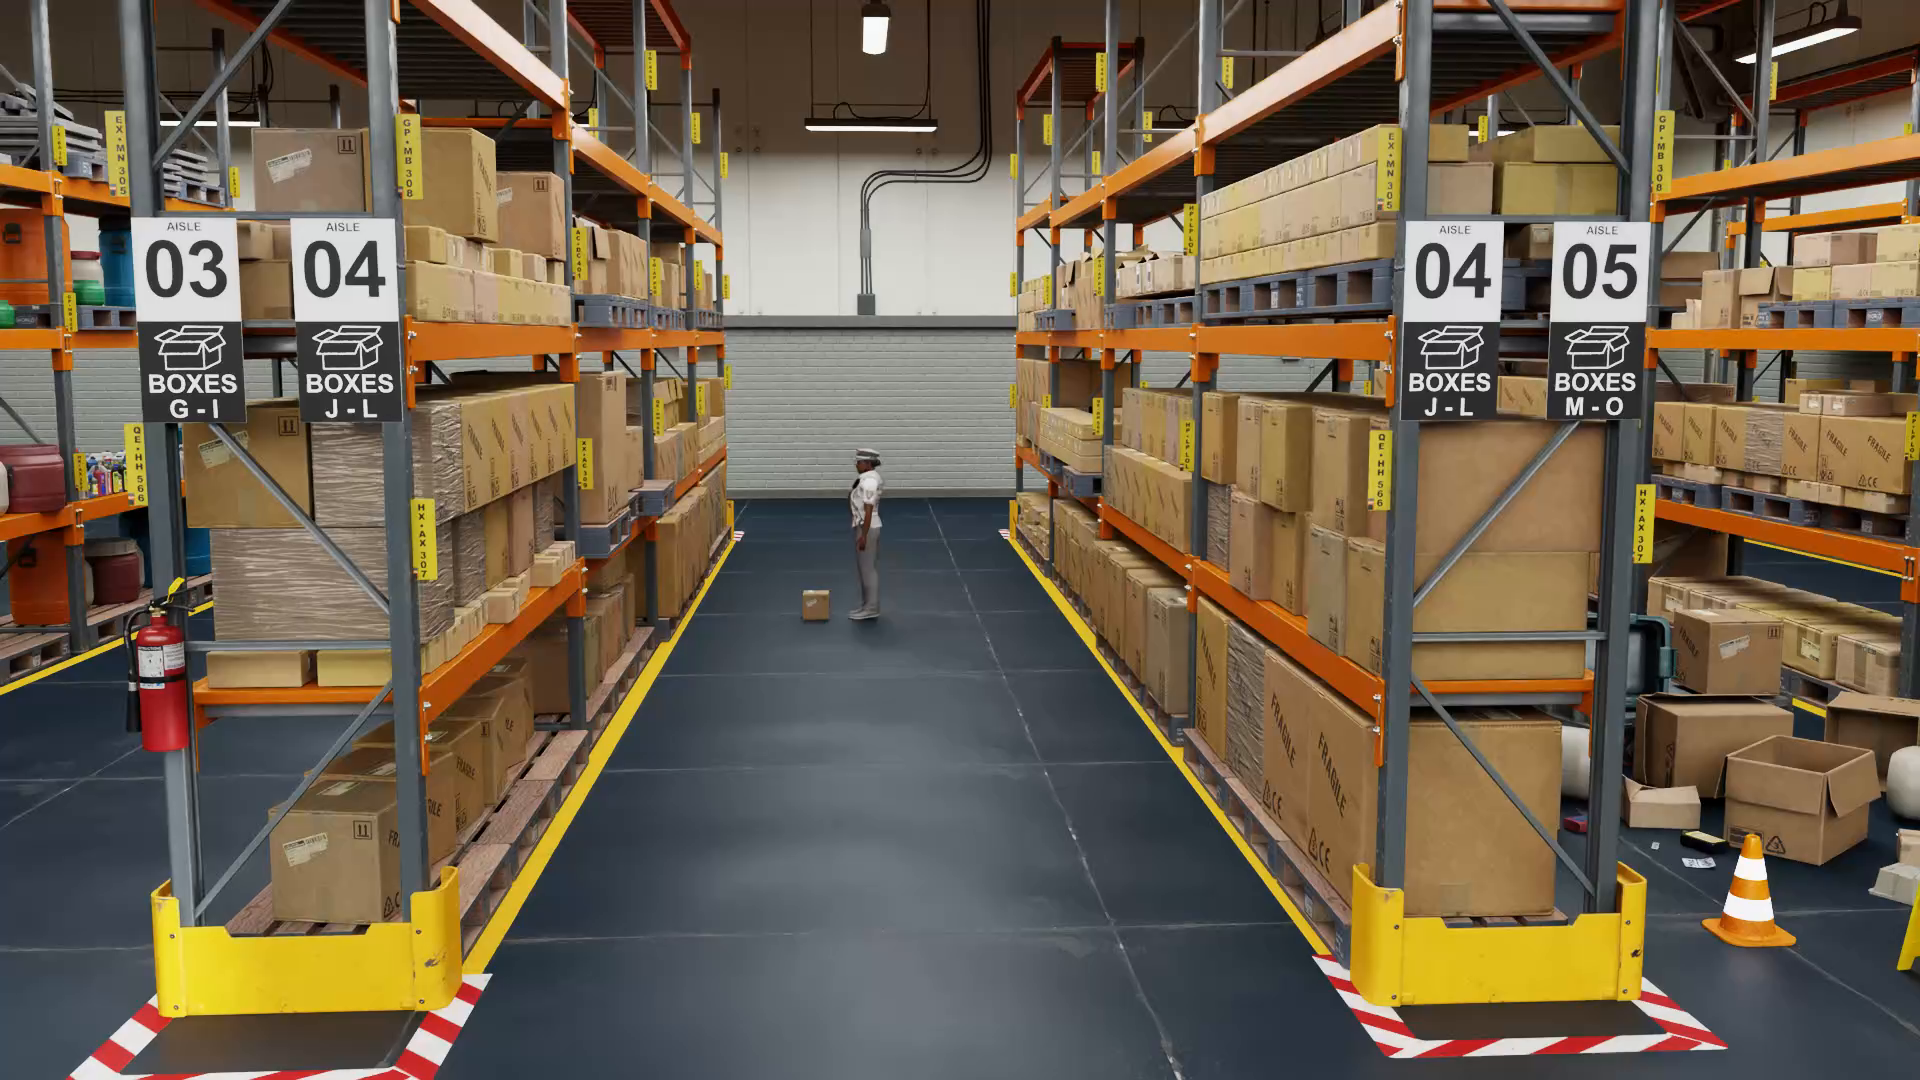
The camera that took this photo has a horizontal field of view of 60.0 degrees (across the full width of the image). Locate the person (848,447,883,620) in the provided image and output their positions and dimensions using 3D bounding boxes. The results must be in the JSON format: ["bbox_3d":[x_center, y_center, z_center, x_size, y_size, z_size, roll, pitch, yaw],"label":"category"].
[{"bbox_3d":[-0.926,-0.065,16.269,0.344,1.678,0.442,0,7,-3],"label":"person"}]
